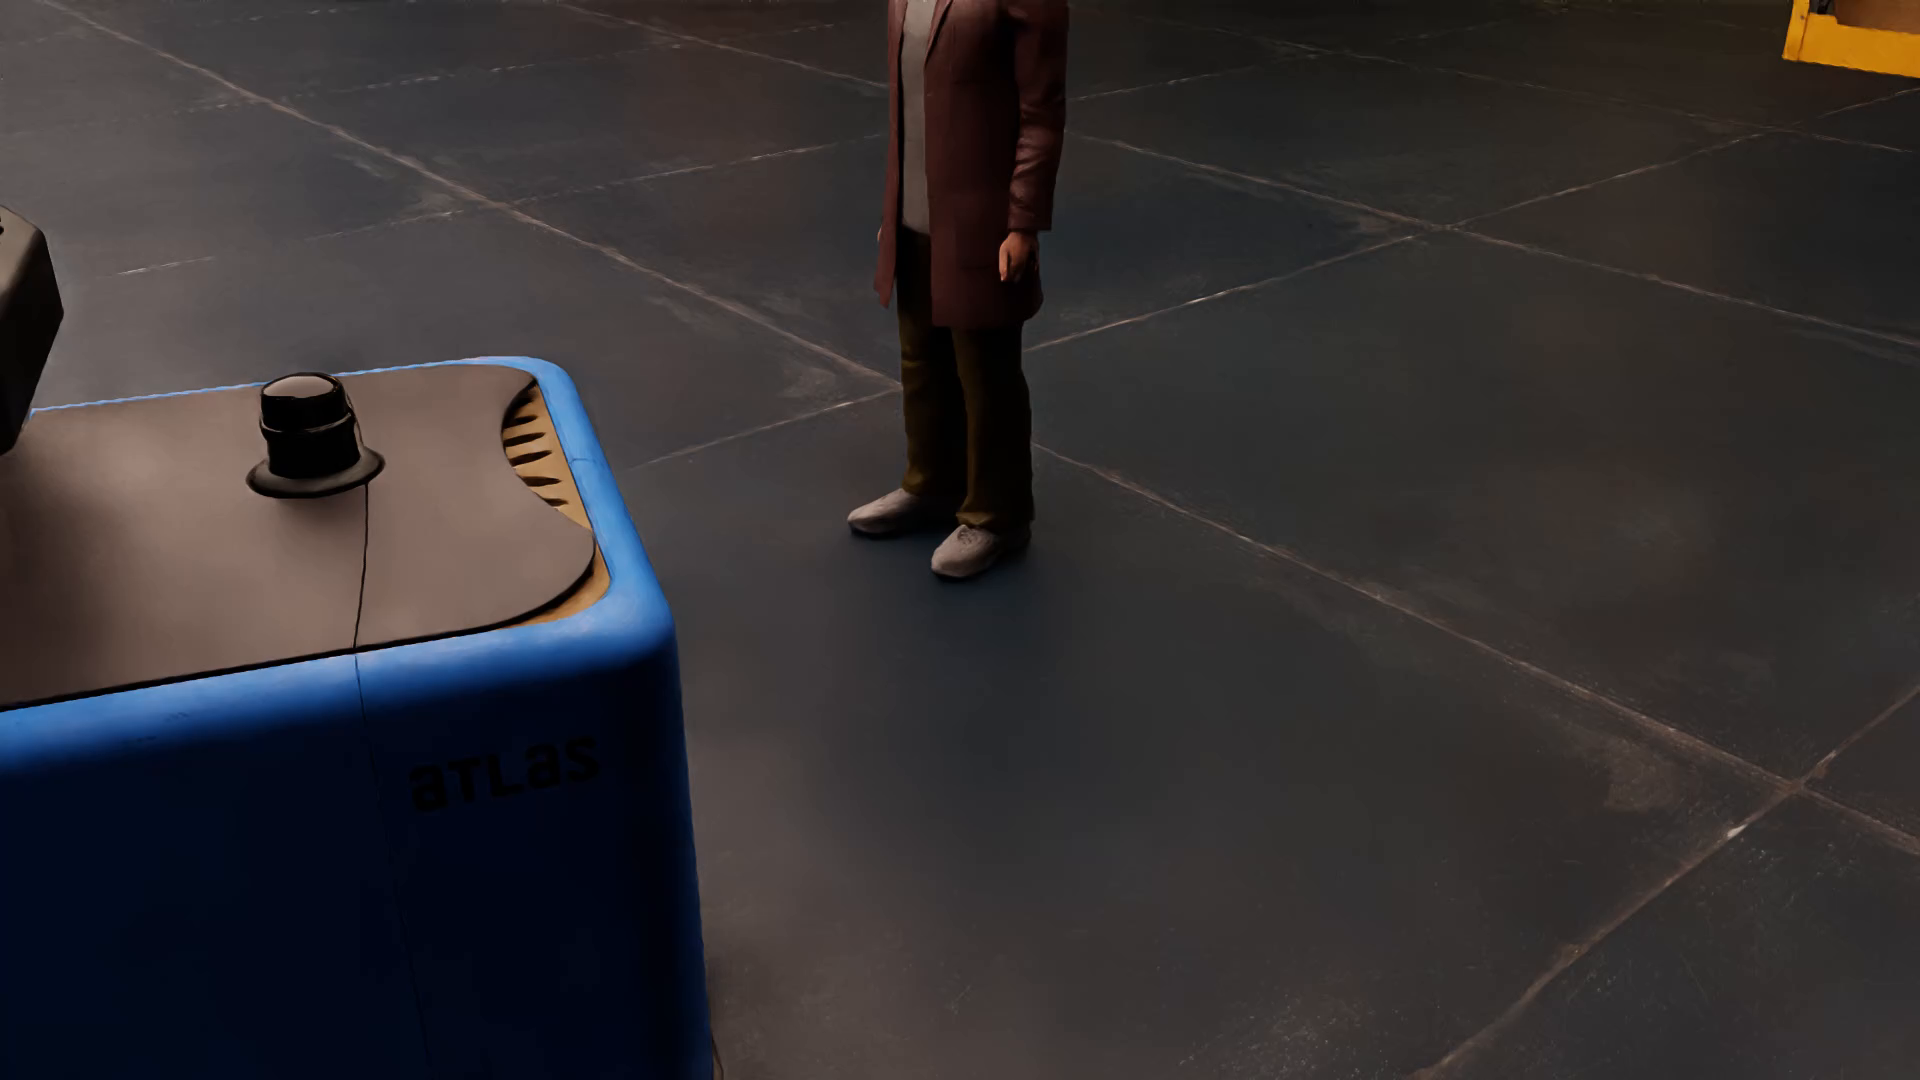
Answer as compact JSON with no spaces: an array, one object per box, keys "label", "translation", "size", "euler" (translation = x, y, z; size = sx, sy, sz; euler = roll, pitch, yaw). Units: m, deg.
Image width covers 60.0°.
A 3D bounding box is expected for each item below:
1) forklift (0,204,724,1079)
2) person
[{"label":"forklift","translation":[-1.898,-0.244,1.693],"size":[3.031,2.935,1.130],"euler":[-9,28,-18]},{"label":"person","translation":[-0.019,-0.791,4.088],"size":[0.377,1.783,0.558],"euler":[-20,33,-35]}]
